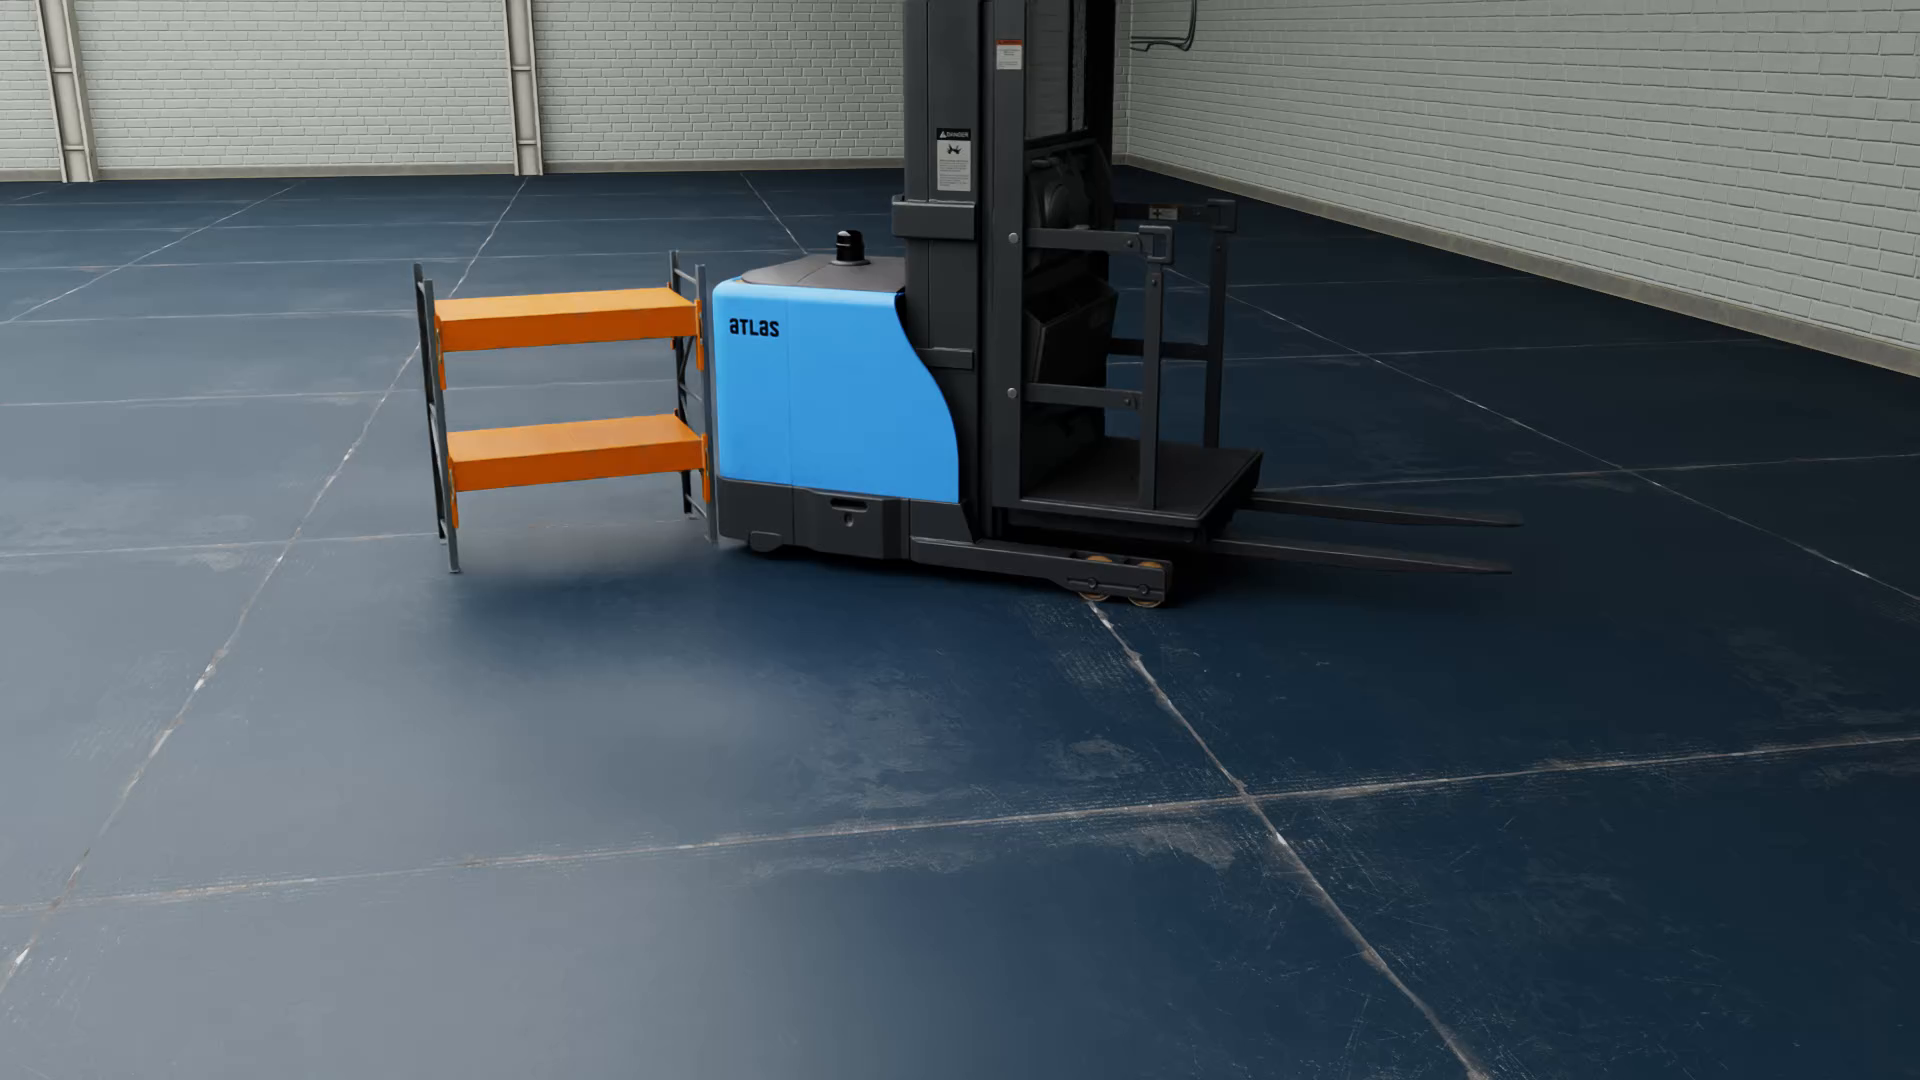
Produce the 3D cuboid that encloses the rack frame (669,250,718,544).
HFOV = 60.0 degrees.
[{"bbox_3d":[-1.094,-0.592,6.824,0.032,1.125,0.500,-7,18,-21],"label":"rack frame"}]

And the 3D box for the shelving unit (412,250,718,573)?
[{"bbox_3d":[-1.566,-0.536,6.642,1.048,1.125,0.538,-7,18,-21],"label":"shelving unit"}]

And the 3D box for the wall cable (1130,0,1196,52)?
[{"bbox_3d":[2.826,-8.211,23.507,0.112,2.526,3.097,-3,17,-10],"label":"wall cable"}]

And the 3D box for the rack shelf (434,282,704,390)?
[{"bbox_3d":[-1.566,-0.816,6.556,1.000,0.278,0.538,-7,18,-21],"label":"rack shelf"}]

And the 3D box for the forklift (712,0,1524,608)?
[{"bbox_3d":[0.602,-1.331,6.153,3.031,2.935,1.130,7,18,20],"label":"forklift"}]

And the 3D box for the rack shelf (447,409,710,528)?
[{"bbox_3d":[-1.566,-0.302,6.713,1.000,0.278,0.538,-7,18,-21],"label":"rack shelf"}]

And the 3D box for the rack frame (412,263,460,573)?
[{"bbox_3d":[-2.037,-0.480,6.460,0.032,1.125,0.500,-7,18,-21],"label":"rack frame"}]

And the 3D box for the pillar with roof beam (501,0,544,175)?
[{"bbox_3d":[-5.392,-8.337,18.630,0.400,9.000,9.100,-3,17,-10],"label":"pillar with roof beam"}]

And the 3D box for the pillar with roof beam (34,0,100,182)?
[{"bbox_3d":[-11.283,-8.003,17.542,0.400,9.000,9.100,-3,17,-10],"label":"pillar with roof beam"}]
